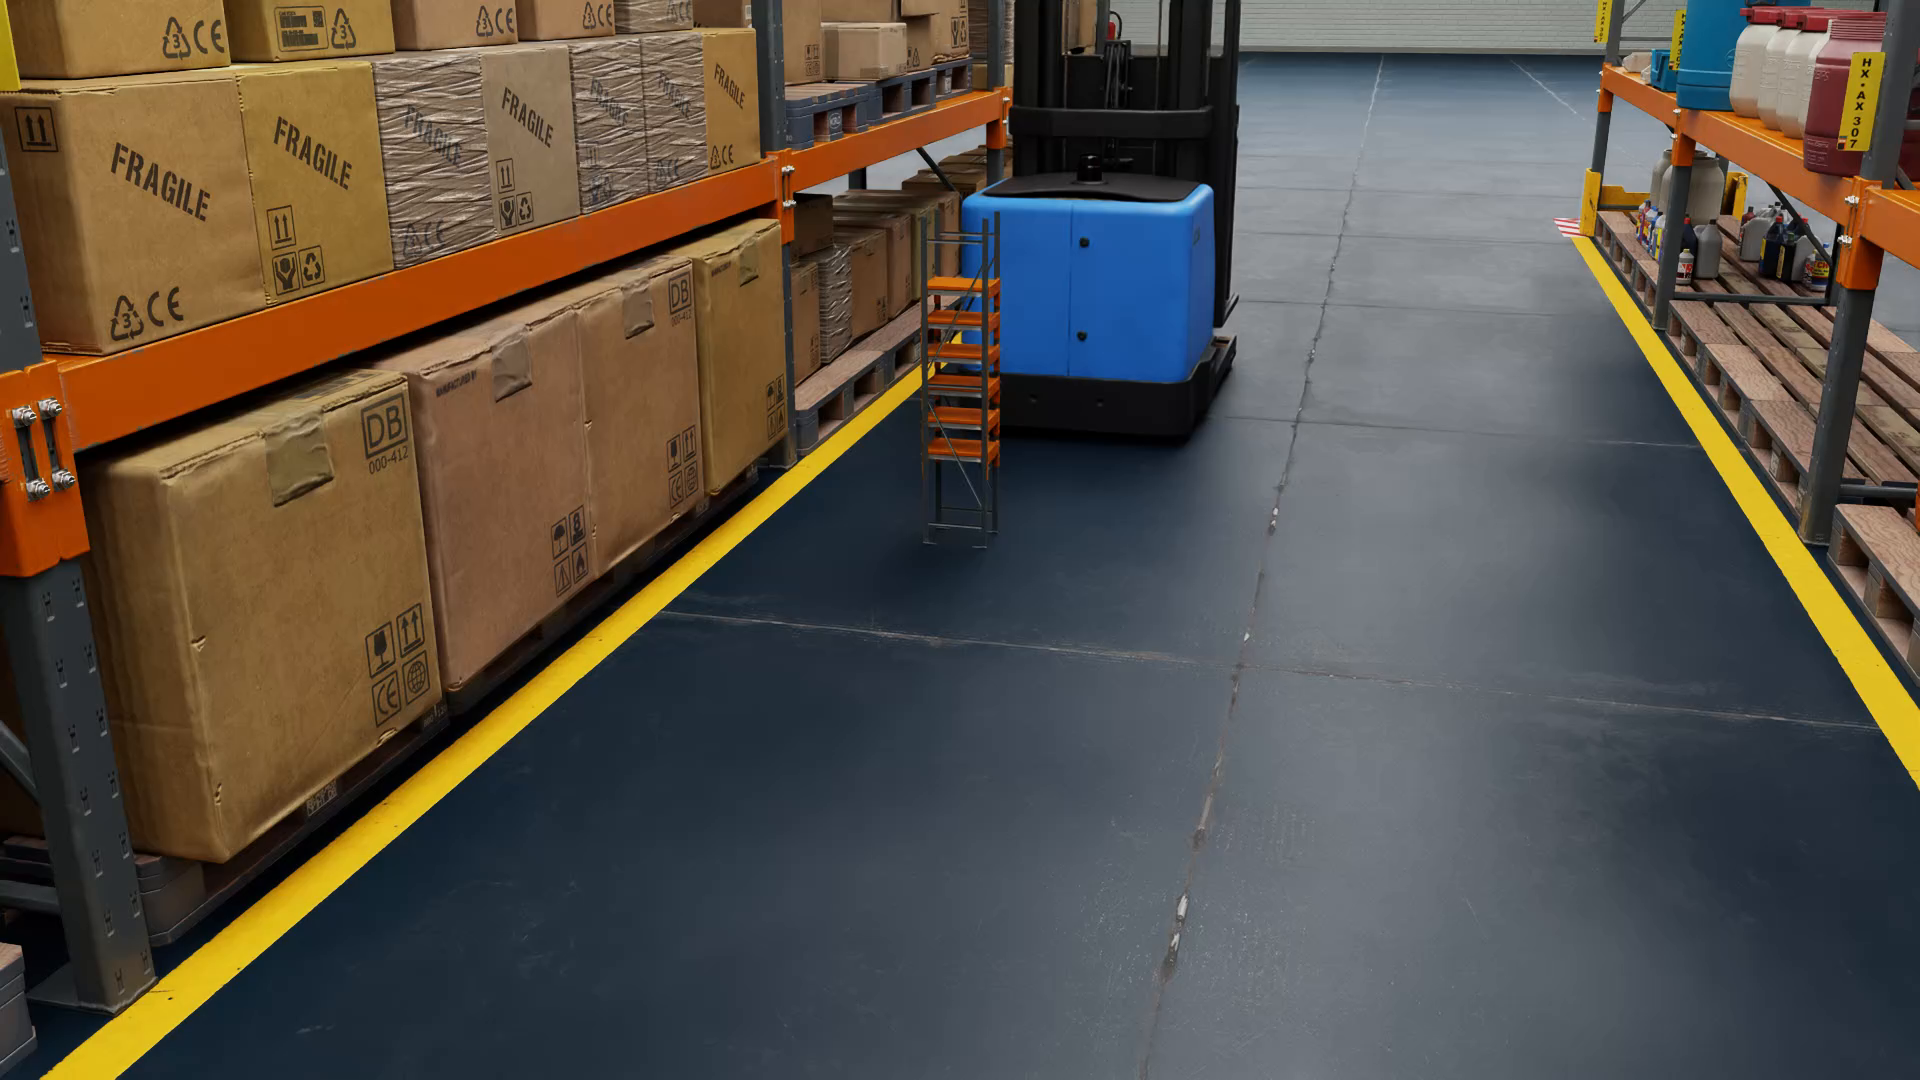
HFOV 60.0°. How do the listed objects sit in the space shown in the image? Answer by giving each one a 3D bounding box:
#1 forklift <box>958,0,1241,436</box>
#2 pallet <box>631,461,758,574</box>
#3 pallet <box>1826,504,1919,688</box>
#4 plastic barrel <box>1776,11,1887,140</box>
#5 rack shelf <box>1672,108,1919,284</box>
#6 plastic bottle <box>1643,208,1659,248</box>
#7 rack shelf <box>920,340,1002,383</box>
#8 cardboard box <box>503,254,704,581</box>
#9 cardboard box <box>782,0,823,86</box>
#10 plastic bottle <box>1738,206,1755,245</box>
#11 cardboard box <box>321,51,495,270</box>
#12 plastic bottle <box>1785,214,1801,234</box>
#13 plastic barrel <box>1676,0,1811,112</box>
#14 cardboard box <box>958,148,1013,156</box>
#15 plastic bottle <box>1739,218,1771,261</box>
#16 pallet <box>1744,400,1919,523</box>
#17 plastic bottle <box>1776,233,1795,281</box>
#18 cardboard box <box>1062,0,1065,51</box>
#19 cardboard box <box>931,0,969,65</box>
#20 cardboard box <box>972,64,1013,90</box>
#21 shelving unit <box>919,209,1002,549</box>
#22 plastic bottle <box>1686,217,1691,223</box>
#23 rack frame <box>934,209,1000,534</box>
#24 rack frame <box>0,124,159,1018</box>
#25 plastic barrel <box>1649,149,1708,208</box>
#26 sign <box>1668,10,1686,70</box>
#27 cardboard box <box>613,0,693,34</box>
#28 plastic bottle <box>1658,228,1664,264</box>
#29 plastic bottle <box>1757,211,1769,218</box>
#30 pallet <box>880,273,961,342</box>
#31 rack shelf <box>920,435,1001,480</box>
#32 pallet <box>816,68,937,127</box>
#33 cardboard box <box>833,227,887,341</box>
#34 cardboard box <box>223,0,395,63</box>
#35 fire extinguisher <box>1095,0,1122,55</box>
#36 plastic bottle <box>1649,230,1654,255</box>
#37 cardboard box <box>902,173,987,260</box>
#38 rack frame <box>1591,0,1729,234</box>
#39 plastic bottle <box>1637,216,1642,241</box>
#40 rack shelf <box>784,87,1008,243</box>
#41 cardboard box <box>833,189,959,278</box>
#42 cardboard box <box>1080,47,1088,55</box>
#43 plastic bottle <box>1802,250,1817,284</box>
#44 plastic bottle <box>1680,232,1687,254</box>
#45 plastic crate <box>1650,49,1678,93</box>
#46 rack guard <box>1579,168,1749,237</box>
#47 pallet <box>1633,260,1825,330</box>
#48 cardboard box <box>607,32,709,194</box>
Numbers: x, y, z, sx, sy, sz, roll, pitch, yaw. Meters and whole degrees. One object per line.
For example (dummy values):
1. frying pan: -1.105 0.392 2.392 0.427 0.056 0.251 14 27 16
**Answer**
1. forklift: 0.863 -2.282 8.333 1.130 2.935 3.031 5 19 14
2. pallet: -1.463 -0.206 6.463 1.003 0.211 1.213 5 19 13
3. pallet: 3.453 0.195 5.291 1.003 0.211 1.213 5 19 13
4. plastic barrel: 3.852 -2.045 7.325 0.433 0.535 0.433 0 19 0
5. rack shelf: 4.094 -1.662 7.525 1.077 0.370 4.000 5 19 13
6. plastic bottle: 4.707 -2.117 11.287 0.097 0.271 0.097 0 19 0
7. rack shelf: 0.004 -0.644 5.982 0.258 0.103 0.180 5 19 13
8. cardboard box: -1.611 -0.466 5.550 1.225 0.875 0.875 5 19 14
9. cardboard box: -1.065 -2.368 7.675 0.700 0.500 0.500 8 20 21
10. plastic bottle: 5.345 -2.127 11.295 0.061 0.283 0.133 5 19 13
11. cardboard box: -1.575 -0.999 4.317 0.500 0.500 0.500 4 19 12
12. plastic bottle: 5.229 -1.863 10.419 0.144 0.351 0.185 4 19 11
13. plastic barrel: 4.195 -2.769 8.879 0.600 0.901 0.708 5 19 13
14. cardboard box: 0.304 -2.711 12.700 0.500 0.500 0.500 7 20 18
15. plastic bottle: 5.183 -1.965 10.833 0.152 0.276 0.135 5 19 13
16. pallet: 3.833 -0.296 6.726 1.003 0.211 1.213 5 19 13
17. plastic bottle: 5.035 -1.729 10.130 0.061 0.283 0.133 5 19 13
18. cardboard box: 0.293 -3.817 12.106 0.875 0.500 0.500 5 19 13
19. cardboard box: -0.550 -3.265 9.528 1.000 1.000 1.000 5 19 14
20. cardboard box: 0.124 -2.945 10.558 0.380 0.149 0.250 5 19 13
21. shelving unit: 0.004 -0.572 6.007 0.258 1.200 0.189 5 19 13
22. plastic bottle: 4.692 -1.938 10.742 0.061 0.283 0.133 5 19 13
23. rack frame: 0.026 -0.601 6.091 0.240 1.200 0.006 5 19 13
24. rack frame: -2.174 -0.513 3.048 1.000 3.000 0.127 5 19 13
25. plastic barrel: 5.474 -2.692 12.627 0.421 0.512 0.421 0 19 0
26. sign: 4.052 -2.807 9.337 0.100 0.325 0.005 5 19 13
27. cardboard box: -1.392 -2.061 5.873 0.797 0.503 0.637 5 20 15
28. plastic bottle: 4.507 -1.891 10.605 0.061 0.283 0.133 6 20 17
29. plastic bottle: 5.415 -2.072 11.145 0.152 0.276 0.135 4 19 12
30. pallet: -0.409 -1.457 10.125 1.003 0.211 1.213 5 19 13
31. rack shelf: 0.004 -0.303 6.099 0.258 0.103 0.180 5 19 13
32. pallet: -0.753 -2.299 8.576 1.003 0.211 1.213 5 19 13
33. cardboard box: -0.798 -1.356 8.705 0.700 0.500 0.500 6 20 18
34. cardboard box: -1.847 -1.450 4.085 0.797 0.503 0.637 5 19 14
35. fire extinguisher: 1.232 -4.237 14.071 0.296 0.674 0.183 5 19 13
36. plastic bottle: 4.633 -1.989 11.018 0.097 0.201 0.097 0 19 0
37. cardboard box: -0.083 -2.158 11.083 0.500 0.500 0.500 4 19 12
38. rack frame: 5.560 -3.883 12.915 1.000 3.000 0.127 5 19 13
39. plastic bottle: 4.790 -2.191 11.609 0.097 0.201 0.097 0 19 0
40. rack shelf: -0.709 -2.053 8.670 1.077 0.370 4.000 5 19 13
41. cardboard box: -0.391 -1.855 10.164 0.700 0.500 0.500 3 19 9
42. cardboard box: 0.815 -3.889 13.321 0.380 0.149 0.250 5 19 13
43. plastic bottle: 5.136 -1.642 10.003 0.097 0.201 0.097 0 19 0
44. plastic bottle: 4.381 -1.729 10.130 0.061 0.283 0.133 6 20 16
45. plastic crate: 4.590 -2.927 10.347 0.499 0.251 0.616 5 19 13
46. rack guard: 5.587 -2.672 13.238 1.175 0.500 0.348 5 19 13
47. pallet: 4.788 -1.517 10.302 1.003 0.211 1.213 5 19 13
48. cardboard box: -1.205 -1.484 5.736 0.500 0.500 0.500 4 19 13
